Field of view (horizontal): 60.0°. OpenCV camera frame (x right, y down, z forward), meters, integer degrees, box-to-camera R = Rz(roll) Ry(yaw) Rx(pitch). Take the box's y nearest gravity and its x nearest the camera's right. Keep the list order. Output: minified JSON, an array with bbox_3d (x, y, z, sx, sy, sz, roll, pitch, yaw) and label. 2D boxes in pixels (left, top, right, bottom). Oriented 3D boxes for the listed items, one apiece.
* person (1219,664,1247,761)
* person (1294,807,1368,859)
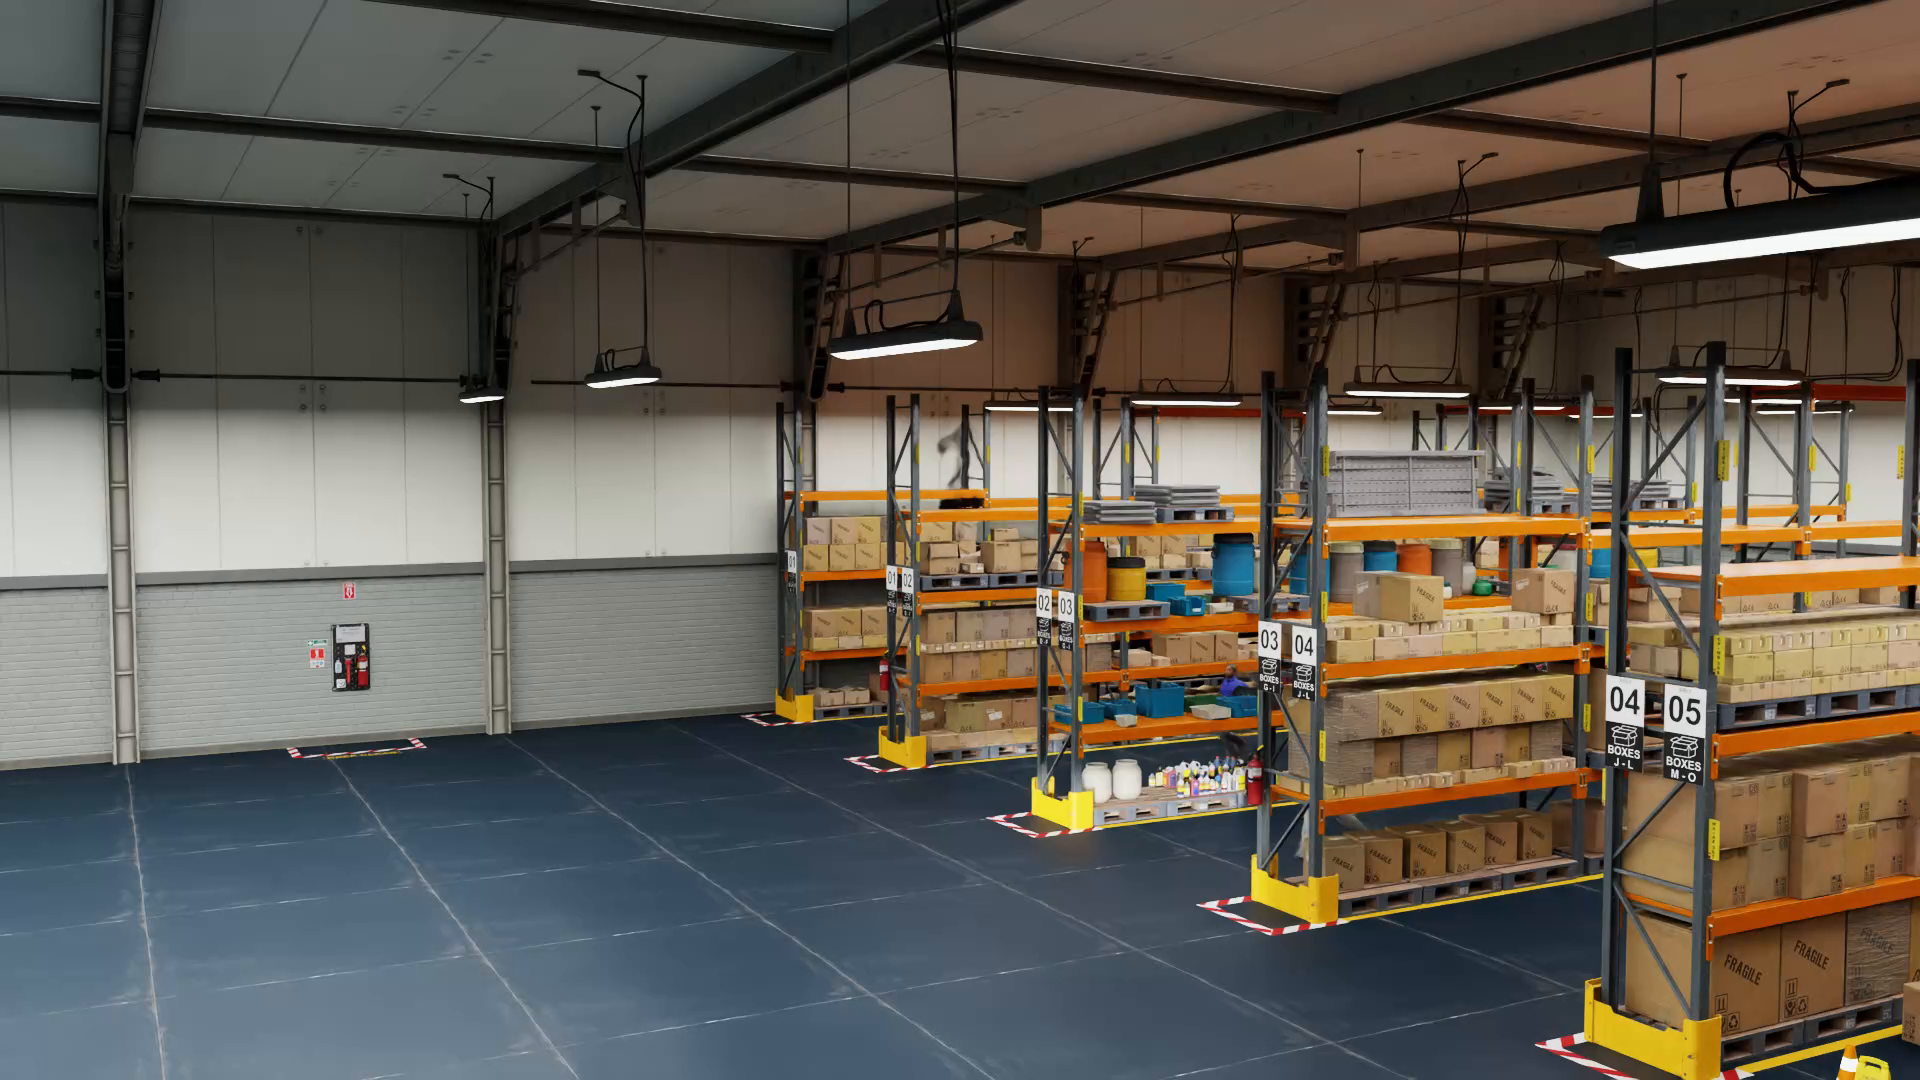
[{"bbox_3d":[4.392,2.873,27.135,0.553,1.527,0.570,-2,4,-35],"label":"person"},{"bbox_3d":[4.688,3.170,20.978,1.023,1.672,0.607,-1,4,-25],"label":"person"}]
